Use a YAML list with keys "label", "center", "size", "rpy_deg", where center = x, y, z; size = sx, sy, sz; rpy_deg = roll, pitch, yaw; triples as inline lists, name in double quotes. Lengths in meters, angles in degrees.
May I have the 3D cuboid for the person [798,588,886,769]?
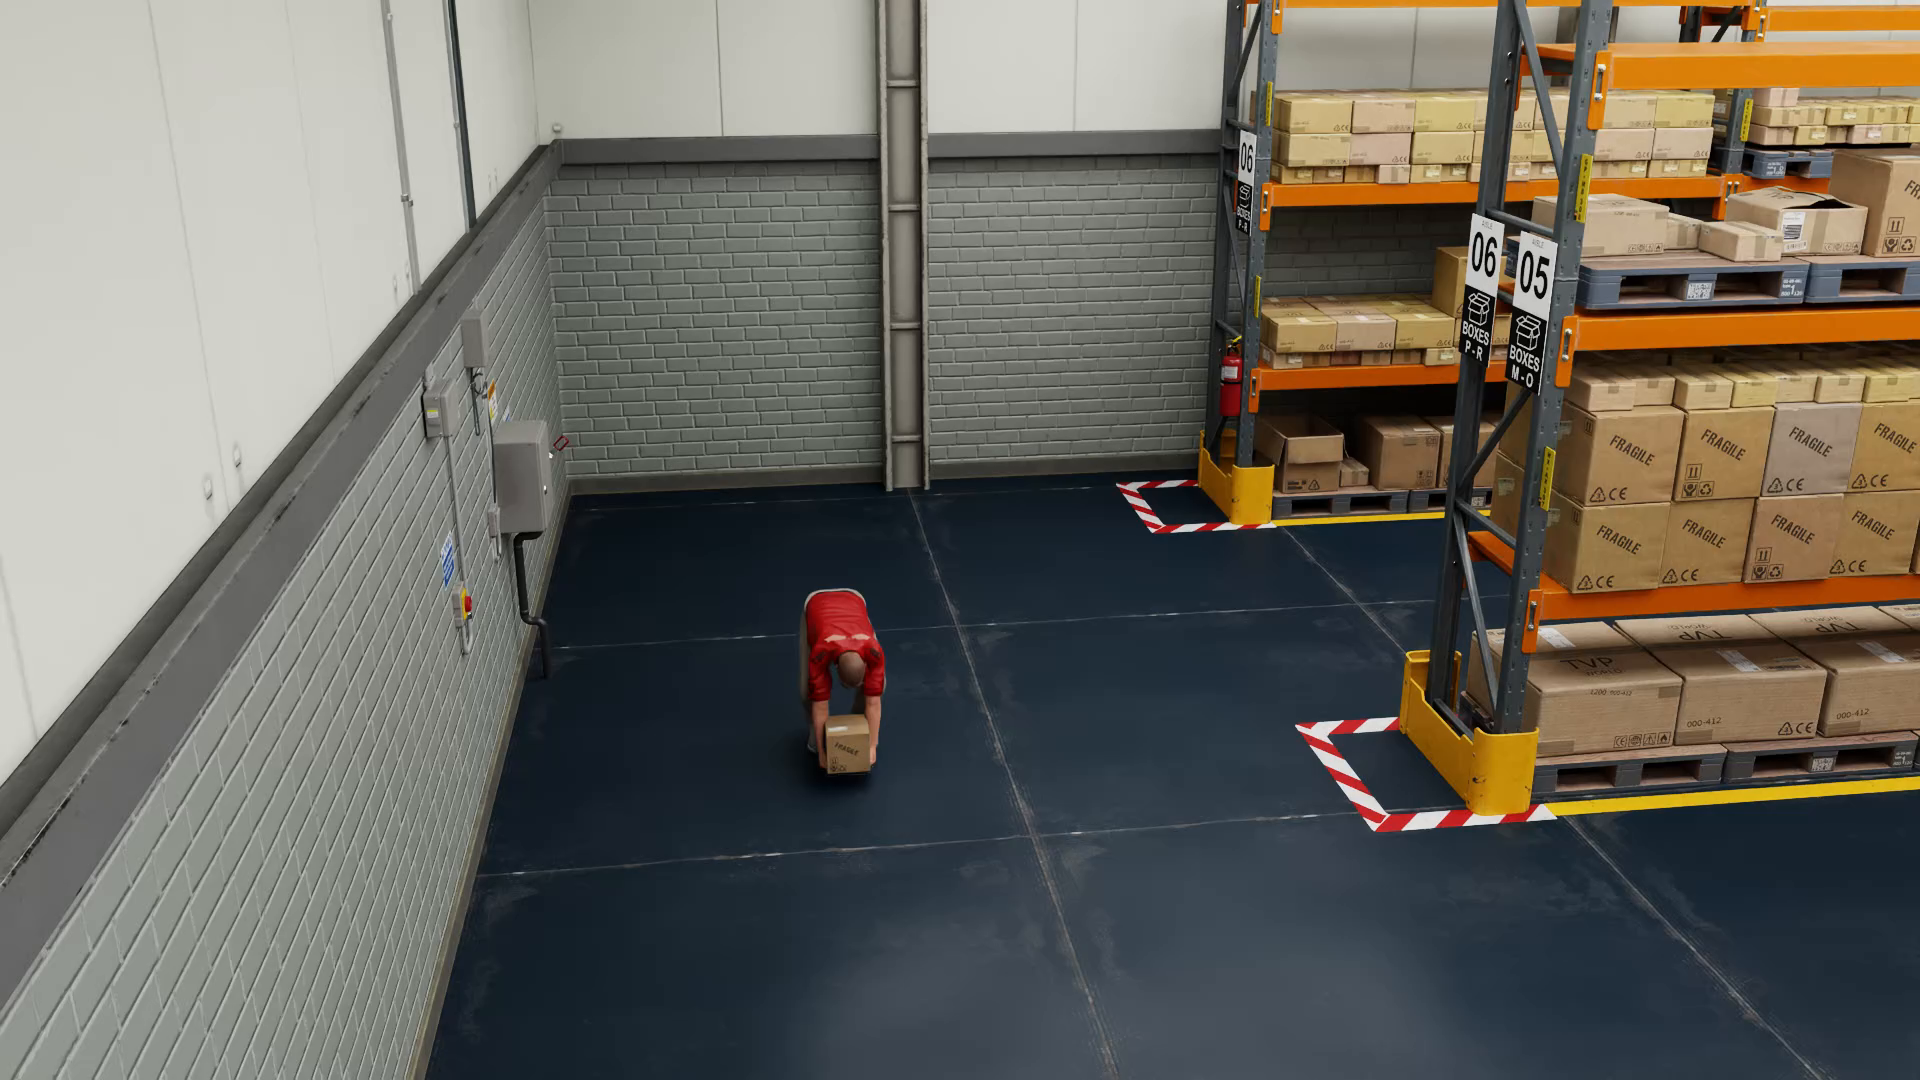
- label: "person"
  center: [-0.692, 0.847, 9.862]
  size: [0.529, 0.976, 0.958]
  rpy_deg: [-4, 20, -10]
